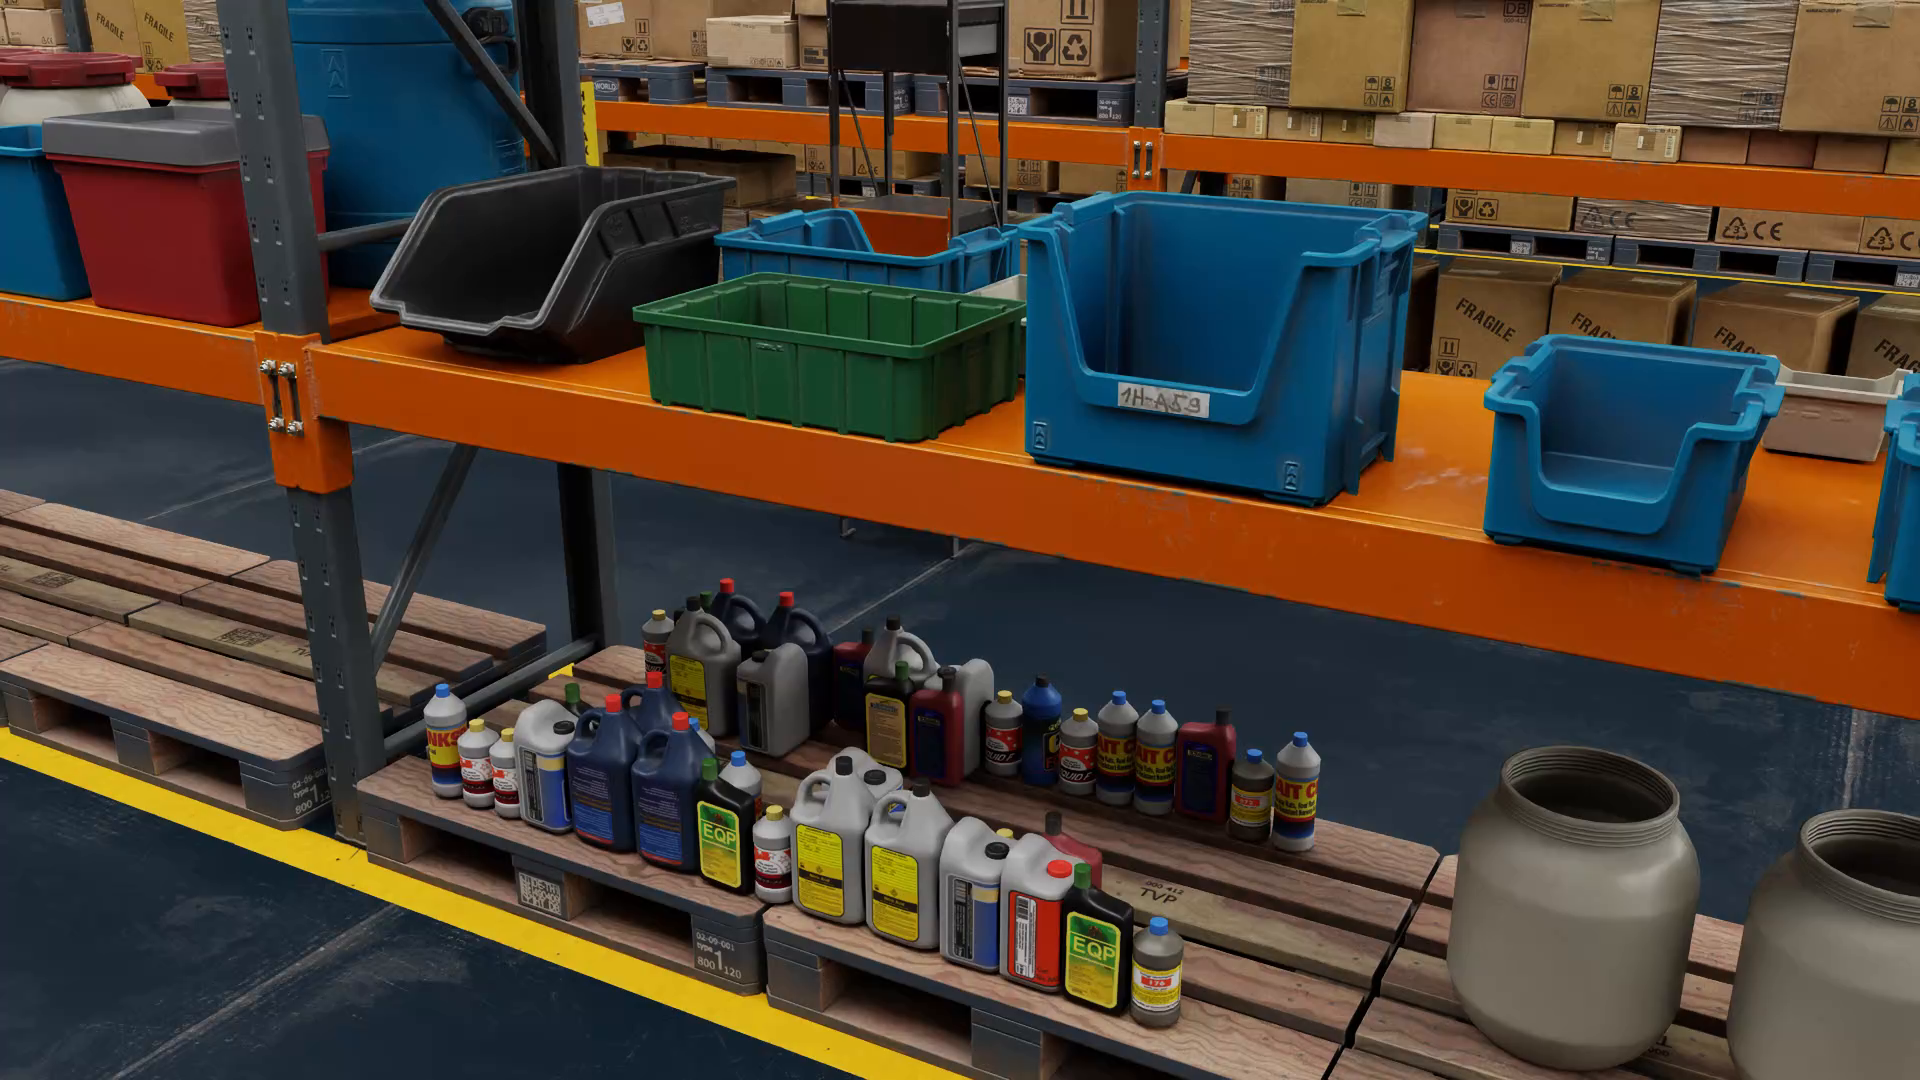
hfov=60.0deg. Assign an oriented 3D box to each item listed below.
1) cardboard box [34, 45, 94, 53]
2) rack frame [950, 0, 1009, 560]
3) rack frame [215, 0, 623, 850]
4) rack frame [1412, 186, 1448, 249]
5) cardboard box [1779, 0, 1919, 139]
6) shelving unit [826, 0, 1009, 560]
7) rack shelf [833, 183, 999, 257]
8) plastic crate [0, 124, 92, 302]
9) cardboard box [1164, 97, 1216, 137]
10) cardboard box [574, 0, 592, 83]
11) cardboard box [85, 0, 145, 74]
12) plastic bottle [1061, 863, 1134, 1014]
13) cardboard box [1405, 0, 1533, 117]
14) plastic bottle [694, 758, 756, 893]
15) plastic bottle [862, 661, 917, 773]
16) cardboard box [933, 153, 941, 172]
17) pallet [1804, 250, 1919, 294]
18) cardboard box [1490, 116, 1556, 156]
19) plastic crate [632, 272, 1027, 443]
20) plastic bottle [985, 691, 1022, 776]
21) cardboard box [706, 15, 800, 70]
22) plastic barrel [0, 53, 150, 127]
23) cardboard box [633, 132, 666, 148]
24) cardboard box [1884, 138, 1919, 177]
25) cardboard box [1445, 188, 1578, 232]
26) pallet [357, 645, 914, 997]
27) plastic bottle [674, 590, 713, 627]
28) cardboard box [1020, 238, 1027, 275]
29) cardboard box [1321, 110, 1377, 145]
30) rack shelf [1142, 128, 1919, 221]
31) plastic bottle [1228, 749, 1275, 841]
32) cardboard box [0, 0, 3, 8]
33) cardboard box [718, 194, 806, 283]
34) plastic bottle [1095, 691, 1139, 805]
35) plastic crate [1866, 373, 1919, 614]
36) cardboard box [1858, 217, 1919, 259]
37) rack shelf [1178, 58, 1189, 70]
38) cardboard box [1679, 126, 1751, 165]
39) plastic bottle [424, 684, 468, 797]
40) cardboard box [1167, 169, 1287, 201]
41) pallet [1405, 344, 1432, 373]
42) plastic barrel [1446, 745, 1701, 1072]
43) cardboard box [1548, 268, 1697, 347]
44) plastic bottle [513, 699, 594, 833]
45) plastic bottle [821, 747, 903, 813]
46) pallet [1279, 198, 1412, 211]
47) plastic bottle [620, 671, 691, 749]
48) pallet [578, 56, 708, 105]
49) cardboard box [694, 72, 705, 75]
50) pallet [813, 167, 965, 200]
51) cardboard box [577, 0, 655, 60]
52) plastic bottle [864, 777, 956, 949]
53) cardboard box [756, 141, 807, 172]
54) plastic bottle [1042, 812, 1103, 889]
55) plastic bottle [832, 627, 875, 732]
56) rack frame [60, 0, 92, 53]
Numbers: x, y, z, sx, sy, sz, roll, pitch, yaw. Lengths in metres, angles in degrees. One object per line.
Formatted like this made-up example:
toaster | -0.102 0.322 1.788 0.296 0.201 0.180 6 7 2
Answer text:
cardboard box | -6.293 -3.423 11.771 0.250 0.149 0.380 11 23 28
rack frame | 0.069 -0.974 5.971 0.015 2.100 0.400 11 23 27
rack frame | -1.299 -0.783 4.125 0.127 3.000 1.000 11 23 27
rack frame | 3.624 -3.717 12.214 0.127 3.000 1.000 11 23 27
cardboard box | 3.647 -1.926 6.694 0.500 0.500 0.875 11 23 27
shelving unit | -0.145 -1.015 6.083 0.503 2.100 0.431 11 23 27
rack shelf | -0.145 -1.002 6.088 0.480 0.518 0.431 11 23 27
plastic crate | -2.414 -0.866 4.378 0.575 0.384 0.392 11 23 27
cardboard box | 1.158 -2.014 7.887 0.250 0.149 0.380 11 23 27
cardboard box | -2.667 -3.132 10.453 0.500 0.500 0.500 12 23 29
cardboard box | -5.588 -3.484 11.425 0.500 0.500 0.500 11 23 27
plastic bottle | 0.265 0.763 3.200 0.133 0.283 0.061 11 23 29
cardboard box | 2.384 -2.204 7.461 0.500 0.500 0.875 11 23 27
plastic bottle | -0.508 0.616 3.606 0.133 0.283 0.061 12 23 30
plastic bottle | -0.174 0.429 4.123 0.133 0.283 0.061 11 23 27
cardboard box | -0.361 -3.598 14.936 0.500 0.500 0.500 10 22 25
pallet | 6.380 -1.851 11.158 1.213 0.211 1.003 11 23 27
cardboard box | 2.474 -1.769 7.211 0.250 0.149 0.380 11 23 27
plastic crate | -0.251 -0.374 3.307 0.662 0.188 0.450 11 23 27
plastic bottle | 0.110 0.472 4.123 0.097 0.201 0.097 0 20 0
cardboard box | -1.024 -2.703 9.021 0.500 0.250 0.500 10 22 26
plastic barrel | -2.668 -1.193 5.057 0.433 0.535 0.433 0 20 0
cardboard box | -2.845 -3.868 15.680 0.500 0.500 0.500 12 23 29
cardboard box | 3.798 -1.528 6.548 0.250 0.149 0.380 11 23 27
cardboard box | 4.139 -2.791 12.159 0.875 0.875 0.875 11 23 28
pallet | -0.733 0.652 4.259 1.213 0.211 1.003 11 23 27
plastic bottle | -0.718 0.269 4.564 0.133 0.283 0.061 12 23 30
cardboard box | 0.591 -1.398 8.840 0.500 0.500 0.700 9 22 23
cardboard box | 1.824 -1.897 7.563 0.250 0.149 0.380 11 23 27
rack shelf | 2.863 -1.587 7.396 4.000 0.370 1.077 11 23 27
plastic bottle | 0.672 0.579 3.828 0.097 0.201 0.097 0 20 0
cardboard box | -6.835 -4.091 11.929 0.500 0.500 0.500 11 23 28
cardboard box | -1.290 -1.761 9.841 0.500 0.500 0.700 9 22 23
plastic bottle | 0.376 0.490 3.972 0.097 0.271 0.097 0 20 0
plastic crate | 1.610 -0.042 2.301 0.616 0.251 0.499 11 23 27
cardboard box | 6.492 -2.344 10.928 0.875 0.875 0.875 11 23 28
rack shelf | 1.878 -3.712 13.254 4.000 0.370 1.077 11 23 27
cardboard box | 3.160 -1.663 6.920 0.250 0.149 0.380 11 23 27
plastic bottle | -1.234 0.476 4.010 0.097 0.271 0.097 0 20 0
cardboard box | 2.198 -3.095 13.182 0.750 0.750 1.050 11 23 27
pallet | 1.720 -0.846 8.387 1.213 0.211 1.003 11 23 27
plastic barrel | 1.144 0.684 3.113 0.421 0.512 0.421 0 20 0
cardboard box | 2.996 -0.923 7.559 0.500 0.500 0.500 13 24 32
plastic bottle | -0.939 0.520 3.883 0.135 0.276 0.152 12 23 29
plastic bottle | -0.210 0.602 3.656 0.135 0.276 0.152 11 23 27
pallet | 2.913 -2.512 12.982 1.213 0.211 1.003 11 23 27
plastic bottle | -0.726 0.470 3.910 0.185 0.351 0.144 11 23 27
pallet | -1.701 -2.746 9.817 1.003 0.211 1.213 11 23 27
cardboard box | -2.587 -4.374 15.975 0.500 0.250 0.500 10 22 26
pallet | -0.550 -3.202 14.883 1.213 0.211 1.003 11 23 27
cardboard box | -1.884 -3.089 9.720 0.500 0.500 0.500 8 21 21
plastic bottle | -0.098 0.646 3.425 0.185 0.351 0.144 12 23 30
cardboard box | -1.491 -3.607 14.960 0.500 0.500 0.500 10 22 25
plastic bottle | 0.221 0.695 3.387 0.133 0.283 0.061 11 23 27
plastic bottle | -0.266 0.355 4.326 0.133 0.283 0.061 13 23 31
rack frame | -5.868 -3.588 11.858 0.127 3.000 1.000 11 23 27
